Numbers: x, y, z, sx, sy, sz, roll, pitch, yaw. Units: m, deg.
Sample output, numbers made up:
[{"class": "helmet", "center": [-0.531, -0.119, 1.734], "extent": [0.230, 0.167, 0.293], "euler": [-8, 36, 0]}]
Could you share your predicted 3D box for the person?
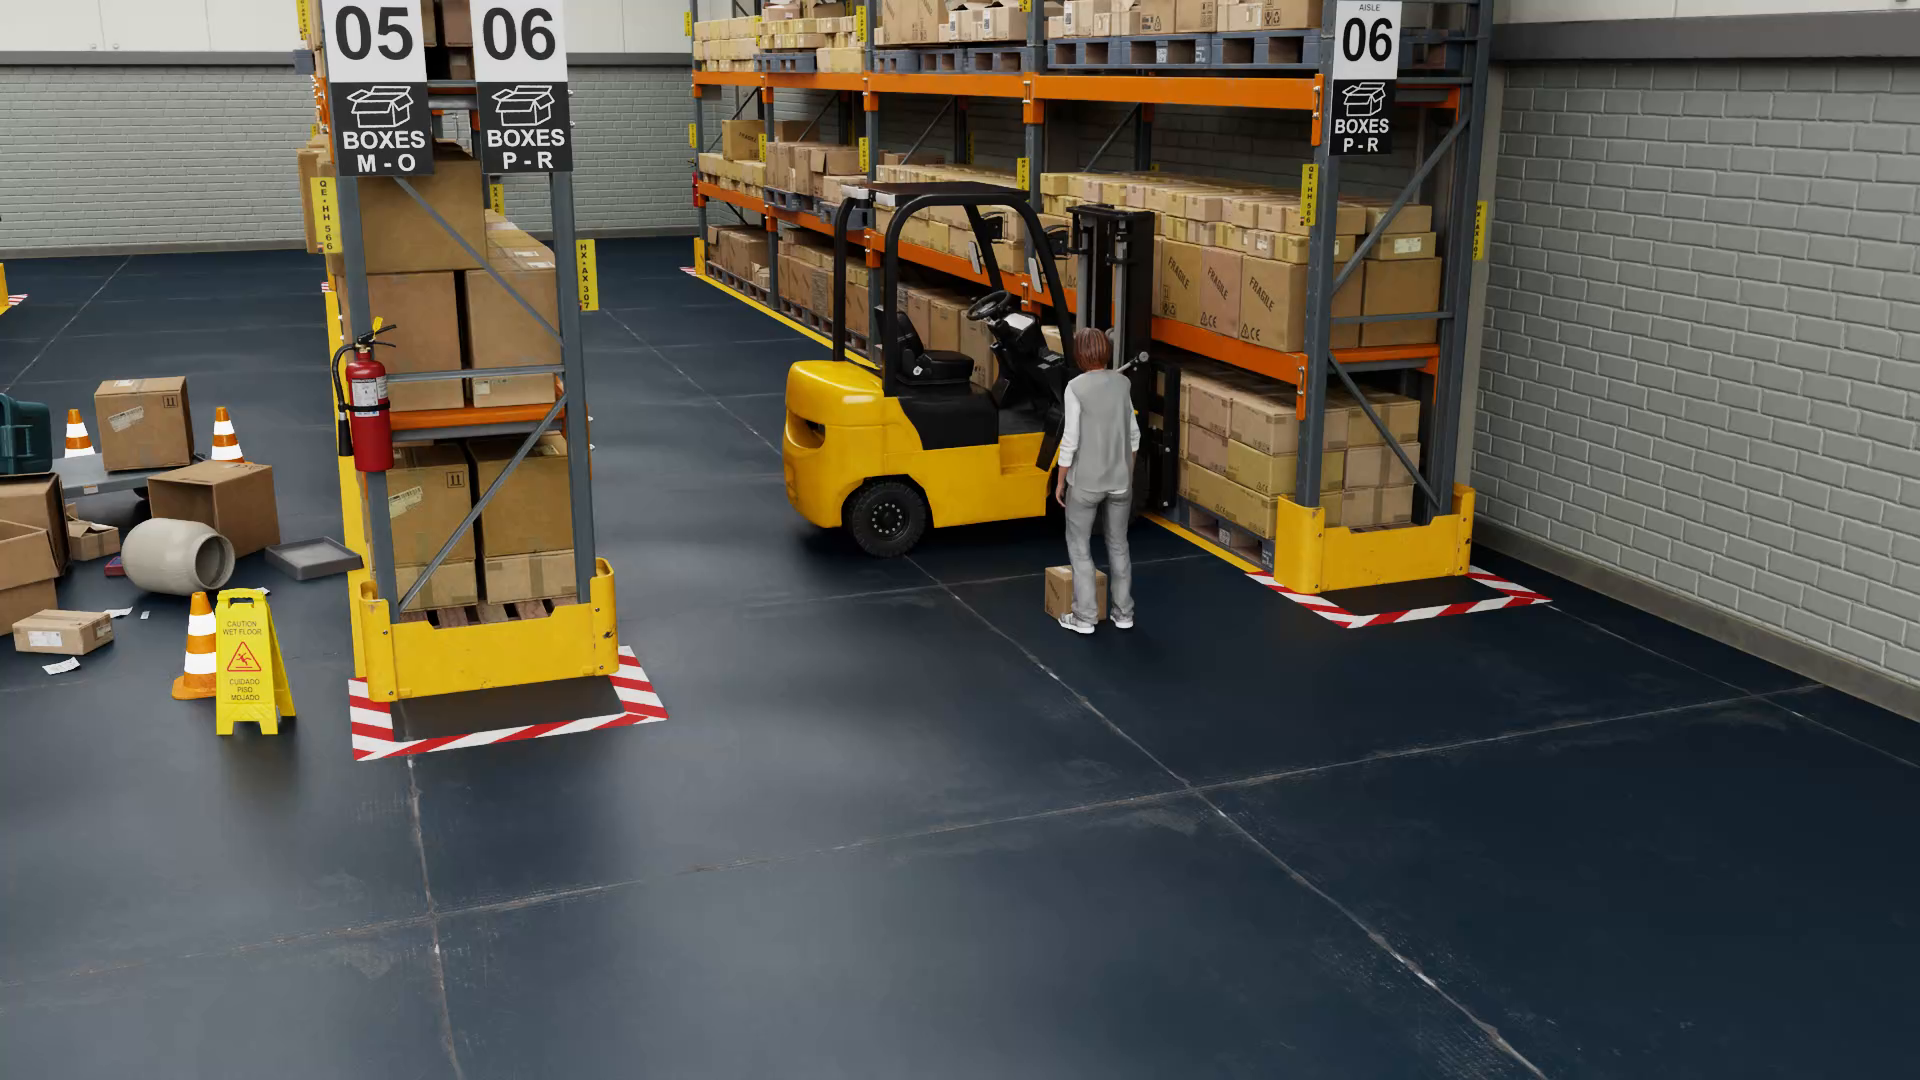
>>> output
[{"class": "person", "center": [0.715, -0.296, 8.591], "extent": [0.484, 1.592, 0.346], "euler": [-7, 17, -23]}]
